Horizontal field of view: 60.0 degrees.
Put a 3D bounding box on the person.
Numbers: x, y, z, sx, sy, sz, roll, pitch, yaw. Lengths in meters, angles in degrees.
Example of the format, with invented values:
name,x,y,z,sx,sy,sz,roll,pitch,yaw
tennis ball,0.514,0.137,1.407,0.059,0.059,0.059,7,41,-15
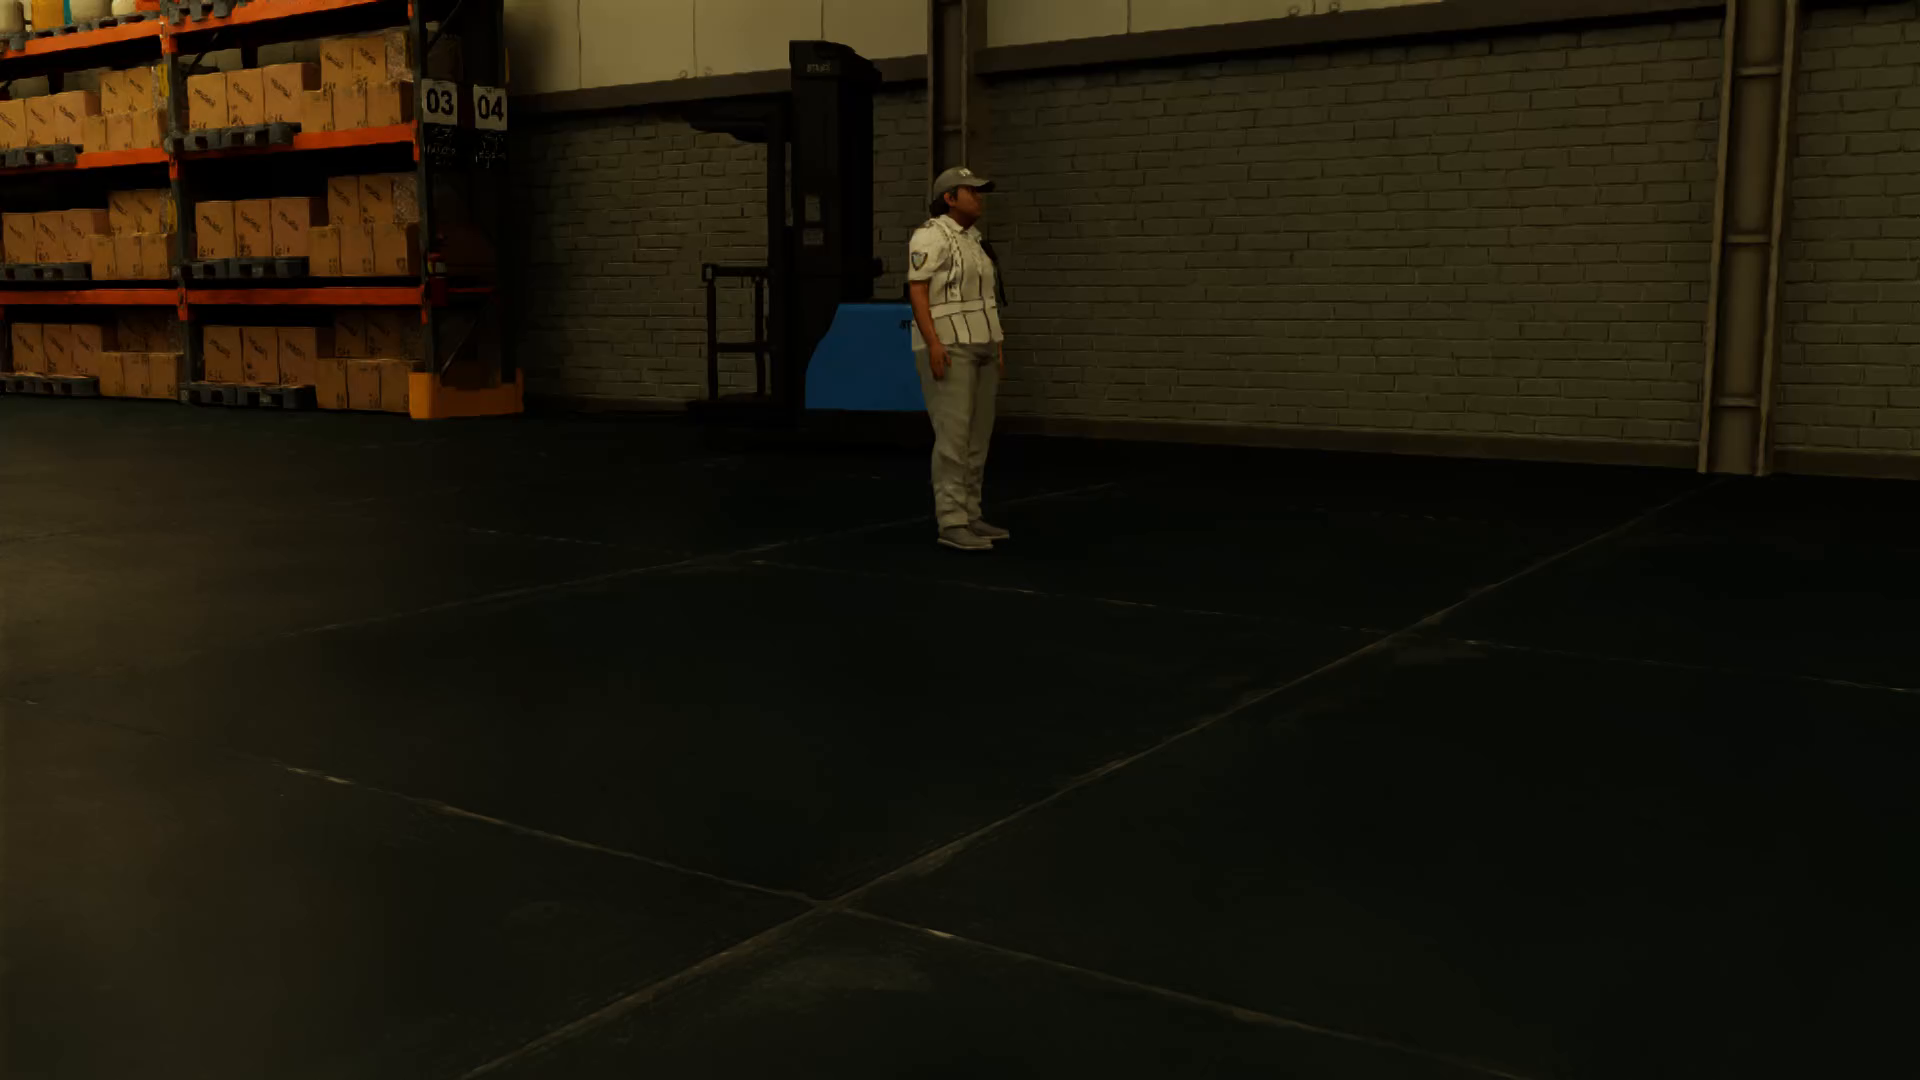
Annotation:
name,x,y,z,sx,sy,sz,roll,pitch,yaw
person,0.051,-0.823,7.424,0.529,1.669,0.598,5,10,34

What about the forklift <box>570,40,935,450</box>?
name,x,y,z,sx,sy,sz,roll,pitch,yaw
forklift,-1.445,-2.182,12.535,3.031,2.935,1.130,2,8,14
